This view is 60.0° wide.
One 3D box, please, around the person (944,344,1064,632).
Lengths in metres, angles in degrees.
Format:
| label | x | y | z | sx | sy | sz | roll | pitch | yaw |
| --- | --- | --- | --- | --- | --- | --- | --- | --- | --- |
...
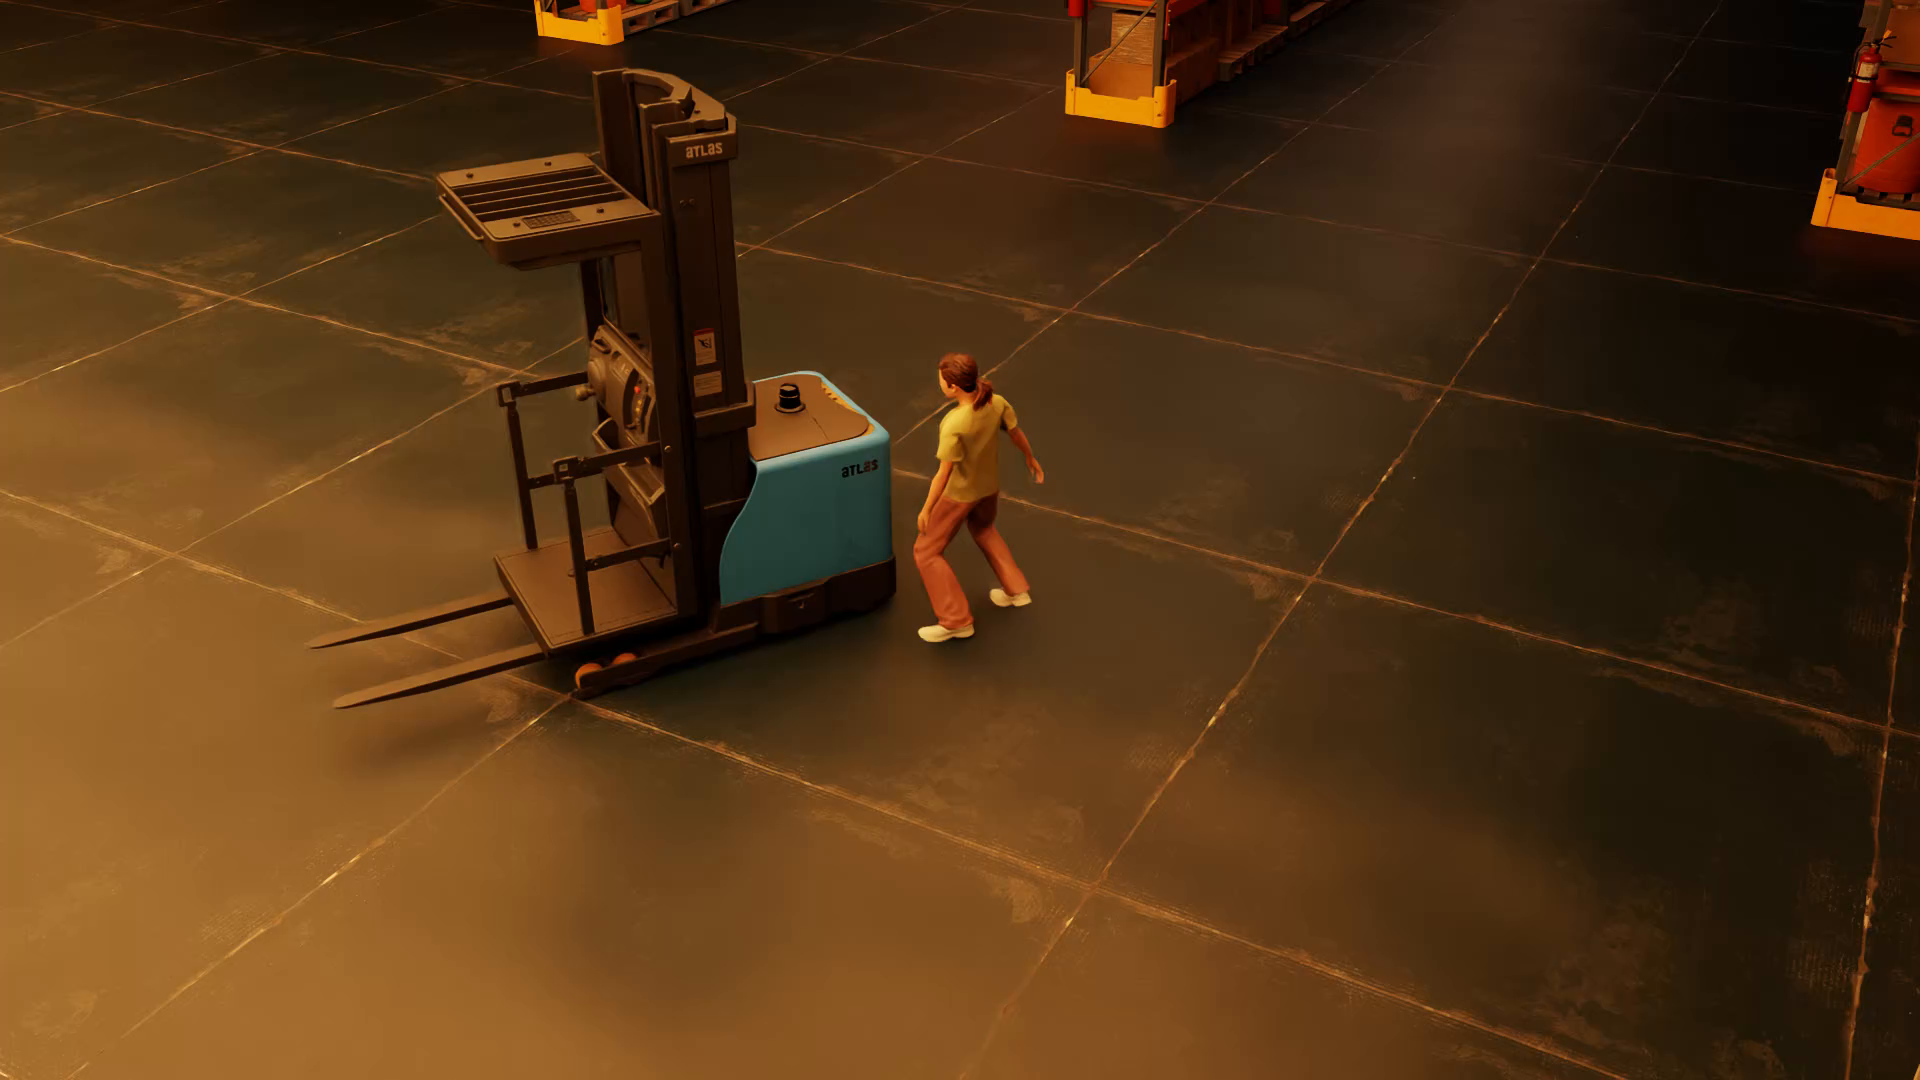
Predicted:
| label | x | y | z | sx | sy | sz | roll | pitch | yaw |
| --- | --- | --- | --- | --- | --- | --- | --- | --- | --- |
| person | 0.228 | -0.281 | 8.788 | 0.713 | 1.582 | 0.361 | -23 | 37 | -34 |

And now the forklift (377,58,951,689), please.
| label | x | y | z | sx | sy | sz | roll | pitch | yaw |
| --- | --- | --- | --- | --- | --- | --- | --- | --- | --- |
| forklift | -1.594 | -0.851 | 8.545 | 3.031 | 2.935 | 1.130 | -15 | 33 | -25 |
